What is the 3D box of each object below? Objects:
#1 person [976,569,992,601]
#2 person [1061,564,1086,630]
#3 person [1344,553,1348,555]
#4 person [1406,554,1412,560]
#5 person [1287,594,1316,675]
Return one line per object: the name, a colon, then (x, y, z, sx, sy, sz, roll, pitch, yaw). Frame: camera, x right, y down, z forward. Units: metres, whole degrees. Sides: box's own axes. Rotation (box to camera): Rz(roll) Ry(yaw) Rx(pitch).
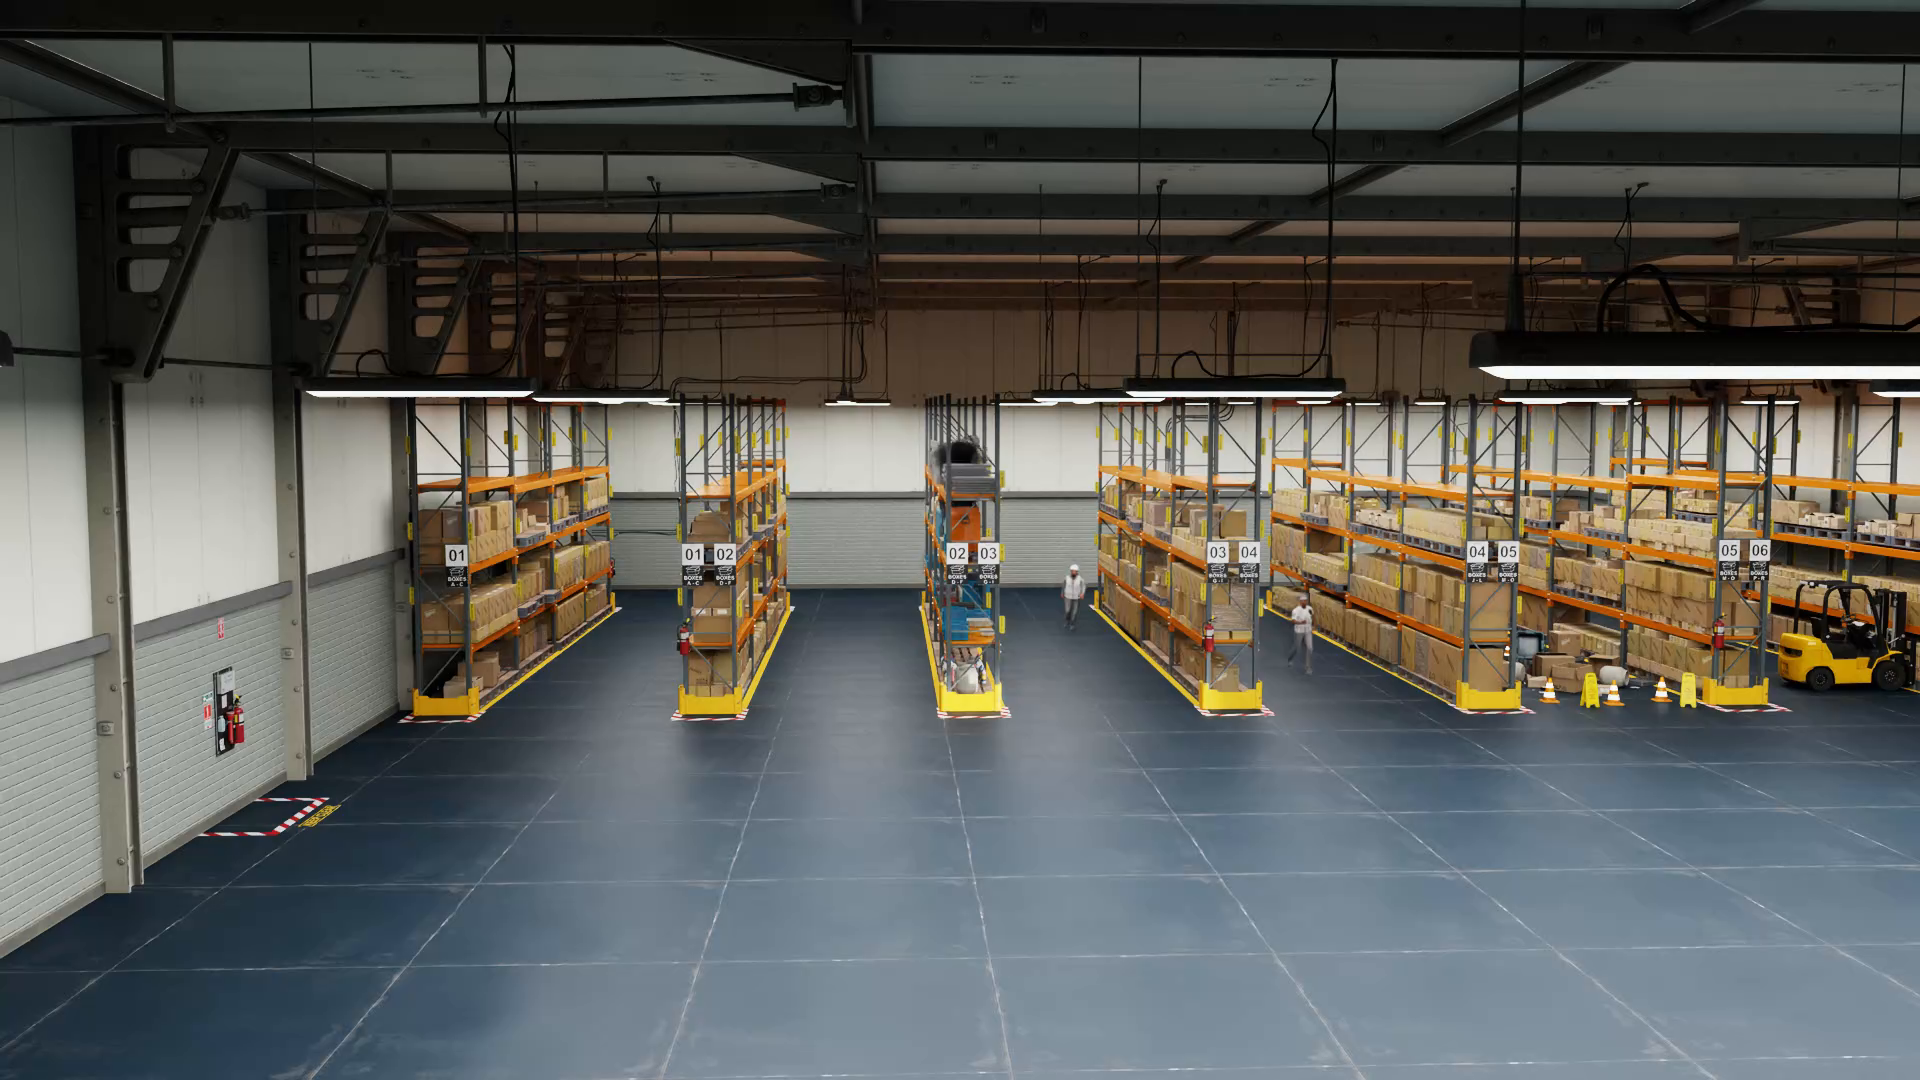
person: (0.548, 1.036, 49.717, 1.062, 1.554, 0.644, 1, 5, 16)
person: (2.906, 1.479, 42.761, 0.639, 1.726, 0.783, 0, 5, 3)
person: (11.274, 0.949, 49.130, 0.696, 1.783, 0.643, -1, 5, -10)
person: (13.649, 0.933, 50.864, 0.674, 1.543, 0.537, -2, 5, -21)
person: (7.448, 2.025, 36.166, 0.599, 1.741, 0.895, -1, 5, -8)
